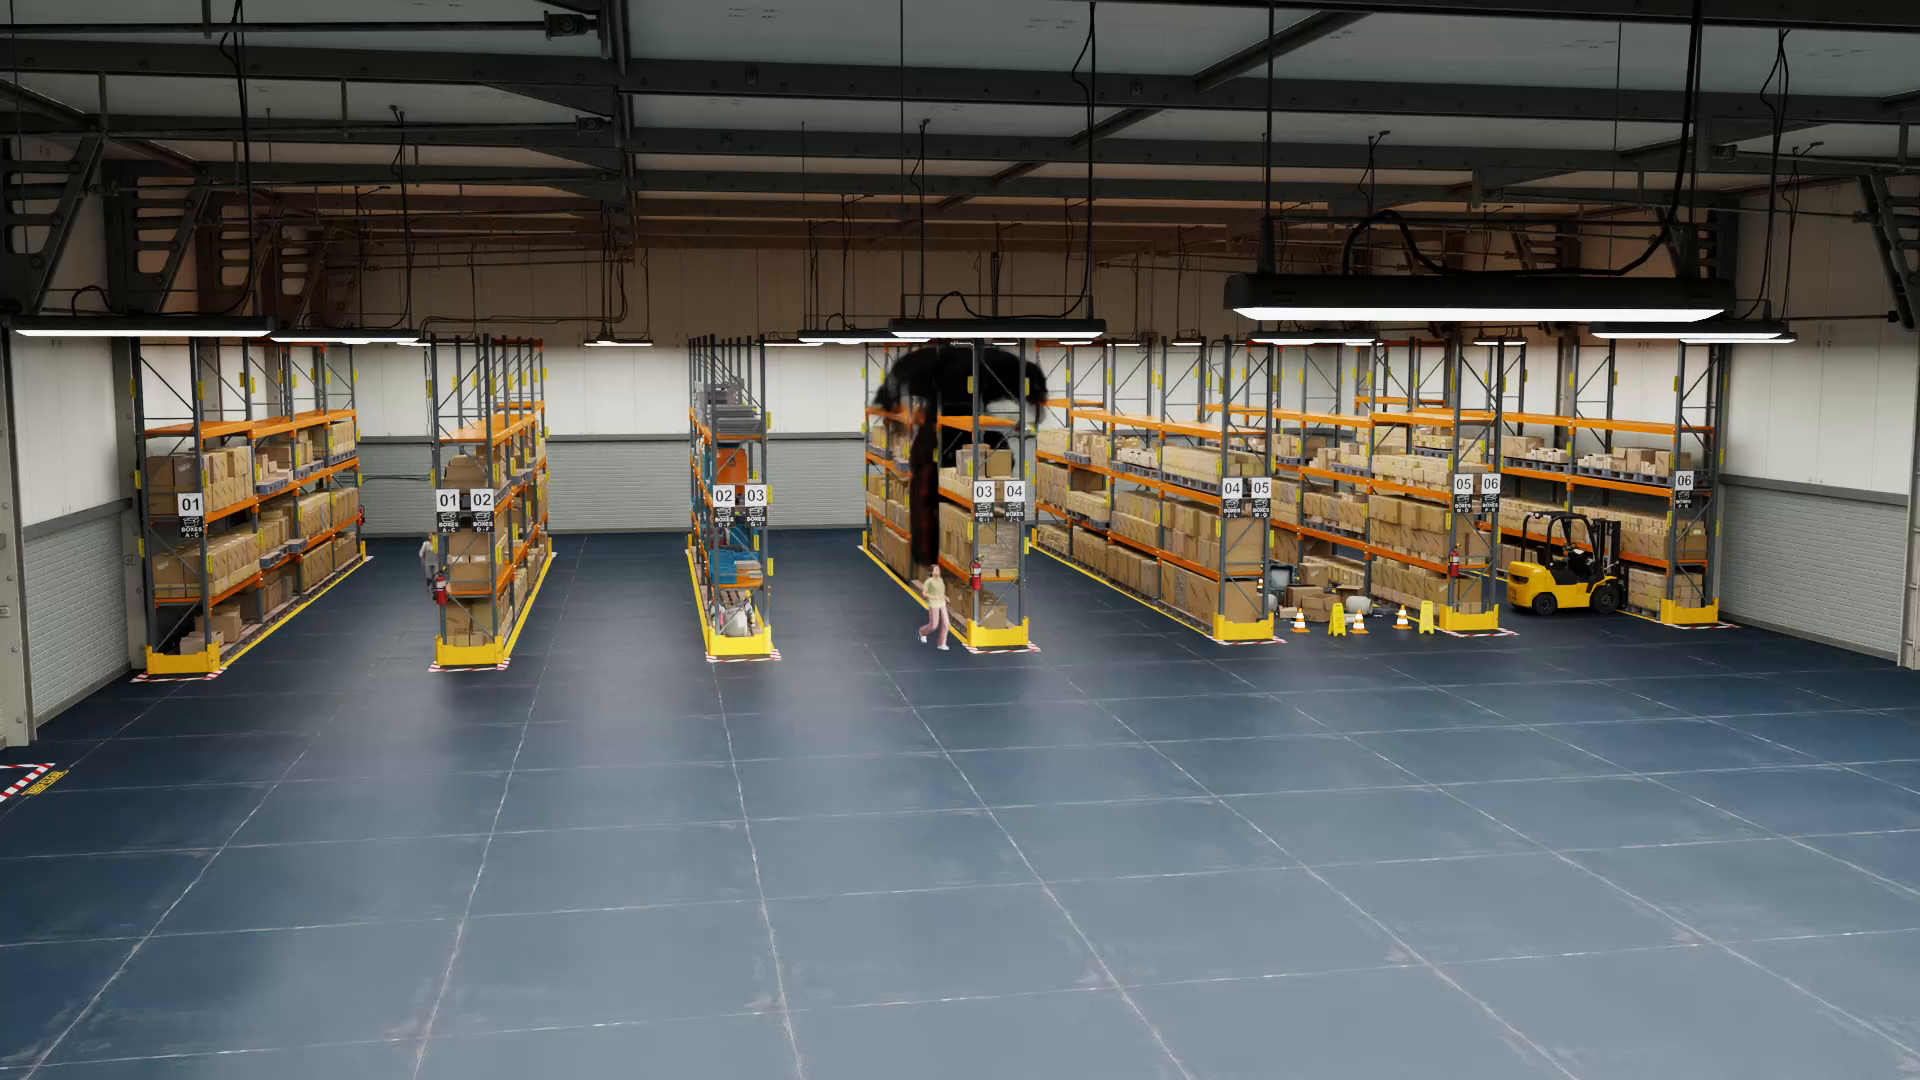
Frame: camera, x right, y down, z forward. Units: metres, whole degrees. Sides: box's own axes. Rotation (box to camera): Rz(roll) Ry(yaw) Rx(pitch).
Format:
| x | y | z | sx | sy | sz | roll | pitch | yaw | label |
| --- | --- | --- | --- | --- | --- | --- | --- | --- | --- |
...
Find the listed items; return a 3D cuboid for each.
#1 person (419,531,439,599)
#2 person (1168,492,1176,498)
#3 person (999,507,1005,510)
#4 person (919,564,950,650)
| x | y | z | sx | sy | sz | roll | pitch | yaw | label |
| --- | --- | --- | --- | --- | --- | --- | --- | --- | --- |
| -12.135 | 0.580 | 38.211 | 0.531 | 1.557 | 0.539 | -2 | 7 | -18 | person |
| 6.387 | -0.870 | 50.582 | 0.627 | 1.558 | 0.508 | -2 | 7 | -20 | person |
| 1.223 | -0.465 | 46.890 | 0.573 | 1.662 | 0.911 | -1 | 7 | -12 | person |
| -0.468 | 1.268 | 31.842 | 0.587 | 1.630 | 0.774 | -6 | 9 | -40 | person |
